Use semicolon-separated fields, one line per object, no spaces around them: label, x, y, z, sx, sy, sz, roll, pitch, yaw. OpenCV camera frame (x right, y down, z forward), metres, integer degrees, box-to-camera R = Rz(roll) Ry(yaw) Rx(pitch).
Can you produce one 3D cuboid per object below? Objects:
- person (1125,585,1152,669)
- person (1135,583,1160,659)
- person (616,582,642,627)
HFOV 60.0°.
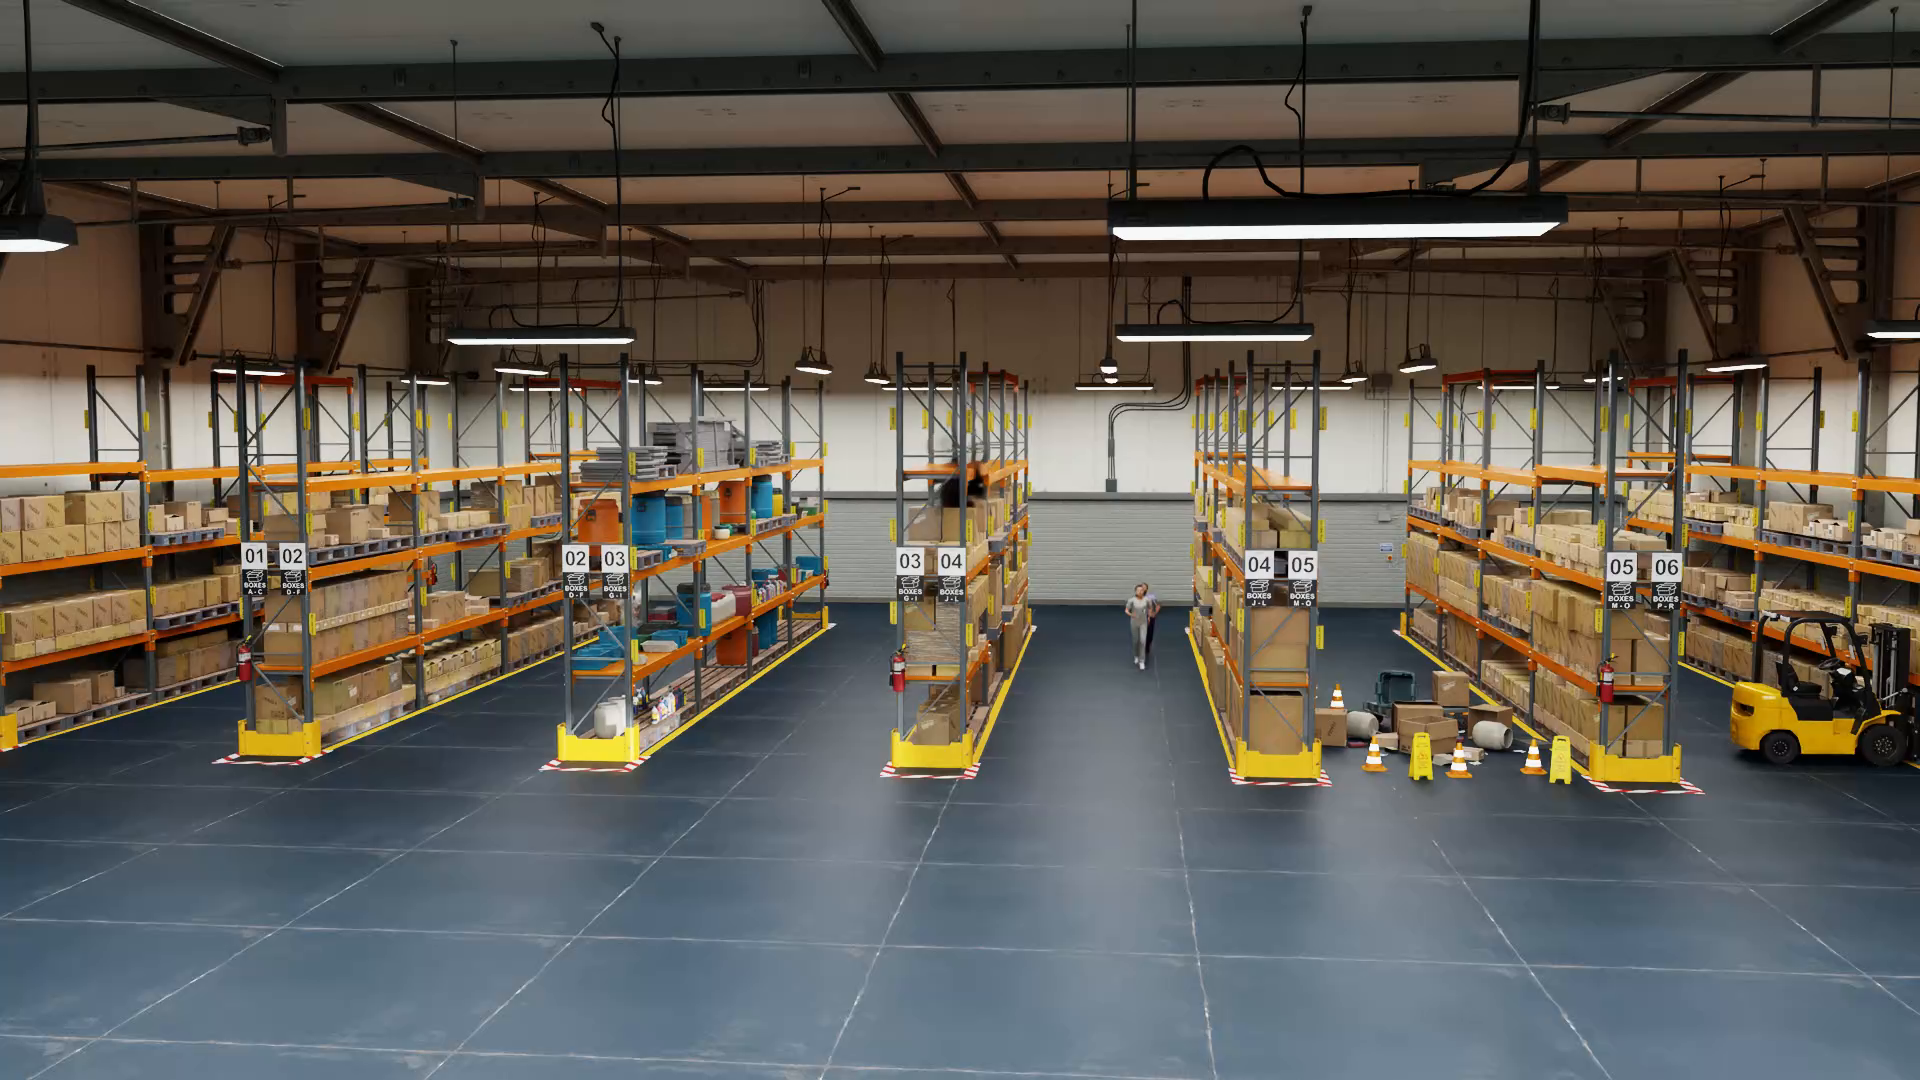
person;3.649;1.745;33.953;0.569;1.675;0.909;0;4;4
person;3.910;1.716;35.108;0.603;1.629;0.624;1;4;12
person;-7.036;1.666;35.334;0.573;1.650;0.562;0;4;-1
